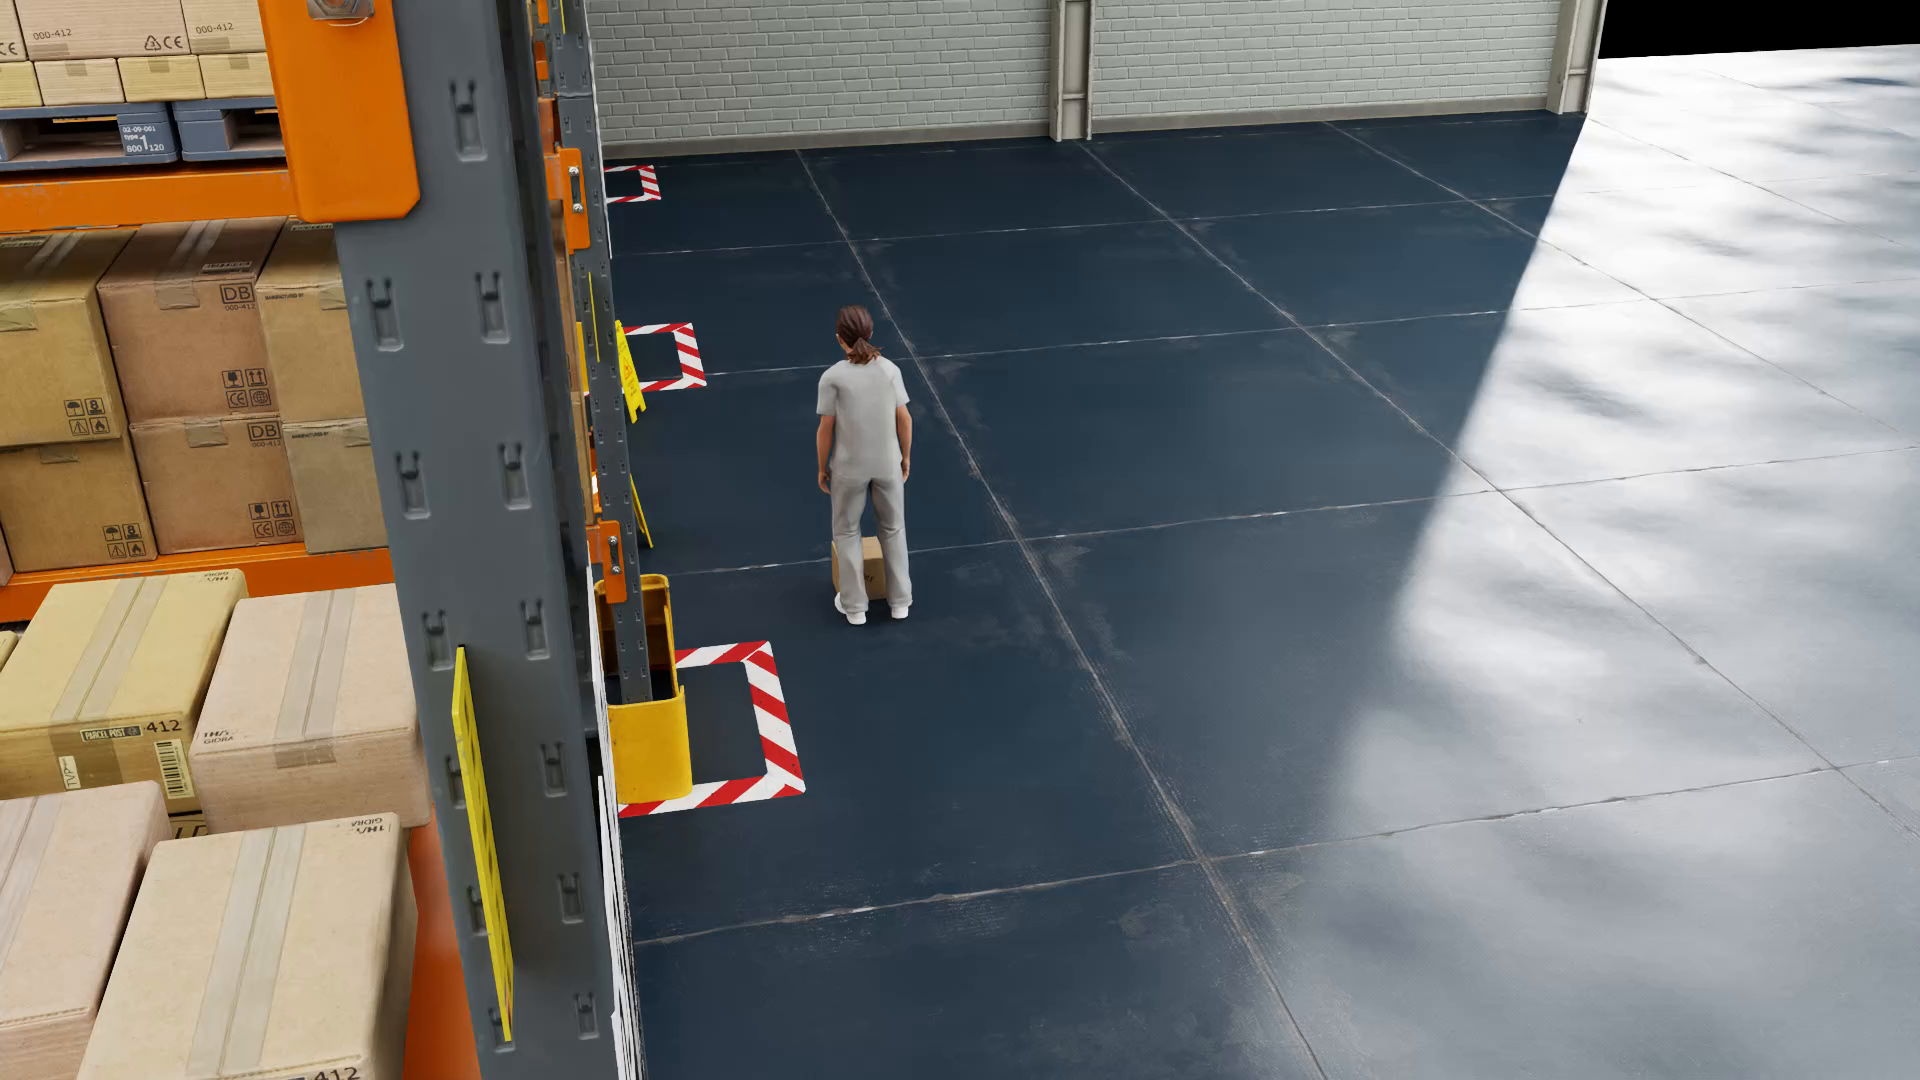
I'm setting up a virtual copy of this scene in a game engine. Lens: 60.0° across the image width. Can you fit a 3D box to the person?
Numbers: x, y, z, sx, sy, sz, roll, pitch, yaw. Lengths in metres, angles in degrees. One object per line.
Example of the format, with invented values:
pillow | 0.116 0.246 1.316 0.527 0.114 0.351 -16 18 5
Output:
person | -0.473 -0.366 8.342 0.504 1.671 0.359 -7 28 -14
